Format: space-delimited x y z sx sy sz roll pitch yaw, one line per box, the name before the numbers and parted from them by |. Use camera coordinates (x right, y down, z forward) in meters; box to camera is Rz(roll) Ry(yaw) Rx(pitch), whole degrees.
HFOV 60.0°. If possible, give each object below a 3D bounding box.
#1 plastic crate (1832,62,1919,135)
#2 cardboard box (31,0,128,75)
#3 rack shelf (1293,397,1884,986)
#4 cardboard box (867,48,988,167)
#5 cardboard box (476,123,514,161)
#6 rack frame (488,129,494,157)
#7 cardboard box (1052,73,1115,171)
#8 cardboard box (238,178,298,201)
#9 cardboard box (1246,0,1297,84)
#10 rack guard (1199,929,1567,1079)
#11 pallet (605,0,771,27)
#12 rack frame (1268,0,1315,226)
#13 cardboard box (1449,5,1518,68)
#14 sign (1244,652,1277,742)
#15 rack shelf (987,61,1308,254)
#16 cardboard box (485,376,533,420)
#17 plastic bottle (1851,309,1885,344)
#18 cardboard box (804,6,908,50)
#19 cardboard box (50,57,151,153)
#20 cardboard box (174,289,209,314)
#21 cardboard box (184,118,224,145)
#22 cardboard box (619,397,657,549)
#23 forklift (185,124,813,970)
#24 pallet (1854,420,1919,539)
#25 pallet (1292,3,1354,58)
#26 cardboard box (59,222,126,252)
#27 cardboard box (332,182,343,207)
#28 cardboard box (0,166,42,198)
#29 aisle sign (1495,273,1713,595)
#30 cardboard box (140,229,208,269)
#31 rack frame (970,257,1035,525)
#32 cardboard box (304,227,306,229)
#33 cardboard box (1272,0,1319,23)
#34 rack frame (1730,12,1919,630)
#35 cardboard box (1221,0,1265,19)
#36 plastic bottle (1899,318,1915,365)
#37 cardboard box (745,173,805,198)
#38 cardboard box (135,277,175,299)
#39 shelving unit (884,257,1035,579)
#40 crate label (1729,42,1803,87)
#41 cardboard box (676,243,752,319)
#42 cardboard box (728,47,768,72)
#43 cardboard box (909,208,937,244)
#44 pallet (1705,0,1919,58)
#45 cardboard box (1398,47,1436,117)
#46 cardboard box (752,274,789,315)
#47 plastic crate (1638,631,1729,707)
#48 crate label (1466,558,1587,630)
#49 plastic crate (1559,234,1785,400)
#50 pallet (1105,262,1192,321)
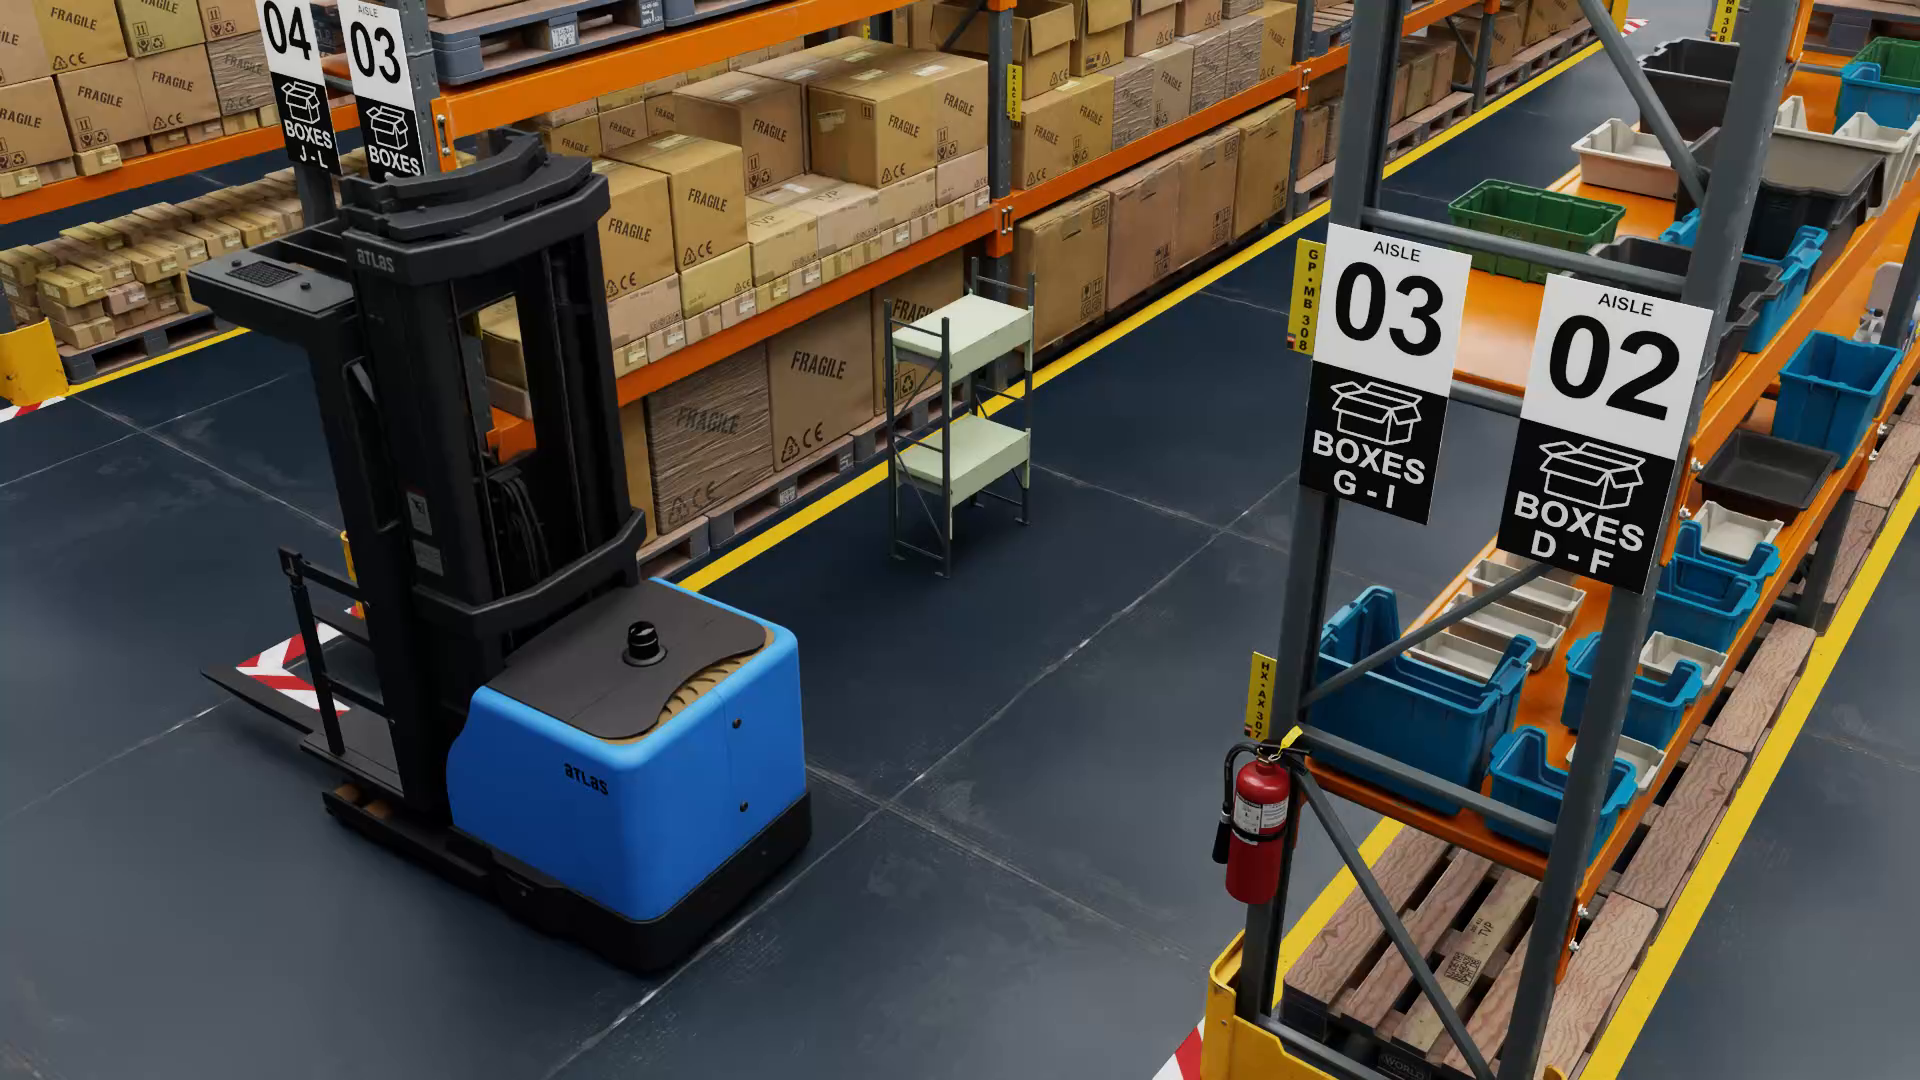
plastic crate | 3.531 -1.636 6.290 0.416 0.233 0.300 21 37 31
cardboard box | -5.648 -3.260 10.439 0.500 0.500 0.500 22 37 33
rack shelf | 2.619 0.237 6.614 1.077 0.370 4.000 21 37 31
cardboard box | -0.187 -2.527 9.691 0.500 0.500 0.500 22 37 33
cardboard box | -3.770 -3.461 14.188 0.500 0.500 0.500 20 36 30
rack frame | -4.016 -3.977 13.019 1.000 3.000 0.127 21 37 31
cardboard box | 0.657 -2.767 10.880 0.500 0.500 0.500 21 37 31
cardboard box | -5.173 -2.572 12.449 0.380 0.149 0.250 19 36 29
cardboard box | 2.192 -3.802 12.625 0.500 0.500 0.500 22 37 33
rack guard | 1.407 1.829 5.673 1.175 0.500 0.348 21 37 31
pallet | -1.362 -2.839 8.243 1.003 0.211 1.213 21 37 31
rack frame | 2.292 -4.036 13.118 1.000 3.000 0.127 21 37 31
cardboard box | 5.319 -5.152 17.042 0.500 0.500 0.500 -19 36 -29
sign | 0.963 0.507 5.292 0.100 0.325 0.005 21 37 31
rack shelf | 1.085 -2.913 11.929 1.077 0.370 4.000 21 37 31
cardboard box | -2.060 -0.719 7.767 0.380 0.149 0.250 22 37 32
plastic bottle | 4.321 -0.924 7.915 0.144 0.351 0.185 21 37 31
cardboard box | -1.162 -5.036 16.600 1.050 0.750 0.750 21 36 31
cardboard box | -5.637 -2.845 10.719 0.500 0.500 0.500 21 37 31
cardboard box | -5.380 -1.725 11.603 0.380 0.149 0.250 22 37 32
cardboard box | -5.246 -2.825 11.321 0.380 0.149 0.250 20 36 30
cardboard box | -2.215 -0.335 8.546 0.875 0.875 0.875 21 37 31
forklift | -2.134 -0.188 6.692 3.031 2.935 1.130 19 35 28
pallet | 5.061 -0.485 9.861 1.003 0.211 1.213 21 37 31
pallet | 2.637 -4.276 13.711 1.213 0.211 1.003 21 37 31
cardboard box | -6.061 -2.084 11.625 0.380 0.149 0.250 20 36 30
cardboard box | -4.599 -2.523 12.367 0.380 0.149 0.250 19 36 29
cardboard box | -5.974 -2.274 10.392 0.380 0.149 0.250 21 36 31
aisle sign | 1.605 -0.257 4.192 0.394 0.787 0.004 21 37 31
cardboard box | -5.435 -2.008 11.498 0.380 0.149 0.250 19 36 29
rack frame | 0.225 -0.797 9.123 0.400 1.500 0.023 21 37 31
cardboard box | -4.799 -2.321 12.318 0.380 0.149 0.250 19 36 29
cardboard box | 2.586 -4.491 13.376 0.500 0.500 0.500 16 34 25
rack frame | 3.826 -0.886 7.802 1.000 3.000 0.127 21 37 31
cardboard box | 1.838 -4.218 12.343 0.797 0.503 0.637 23 37 33
plastic bottle | 4.582 -0.994 8.112 0.097 0.271 0.097 0 31 0
cardboard box | -1.228 -1.950 9.454 0.500 0.250 0.500 22 37 32
cardboard box | -5.622 -1.788 11.418 0.380 0.149 0.250 22 37 32
shelving unit | 0.004 -0.648 8.872 0.431 1.500 0.755 21 37 31
crate label | 3.300 -1.953 6.919 0.293 0.136 0.466 21 37 31
cardboard box | -1.418 -1.376 8.485 0.500 0.250 0.500 20 36 30
cardboard box | -2.101 -4.464 15.144 0.500 0.250 0.500 22 37 32
cardboard box | -0.356 -1.868 9.706 0.380 0.149 0.250 20 36 30
pallet | 4.221 -2.443 7.674 1.213 0.211 1.003 21 37 31
cardboard box | 4.016 -4.344 15.659 0.700 0.500 0.500 21 36 31
cardboard box | -1.132 -1.344 8.822 0.380 0.149 0.250 20 36 30
plastic crate | 2.492 0.448 5.751 0.250 0.136 0.298 21 37 31
crate label | 2.095 0.207 6.159 0.396 0.136 0.243 21 37 31
plastic crate | 1.866 -0.565 4.447 0.497 0.269 0.590 21 37 31
pallet | 1.019 -2.045 12.494 1.003 0.211 1.213 21 37 31
